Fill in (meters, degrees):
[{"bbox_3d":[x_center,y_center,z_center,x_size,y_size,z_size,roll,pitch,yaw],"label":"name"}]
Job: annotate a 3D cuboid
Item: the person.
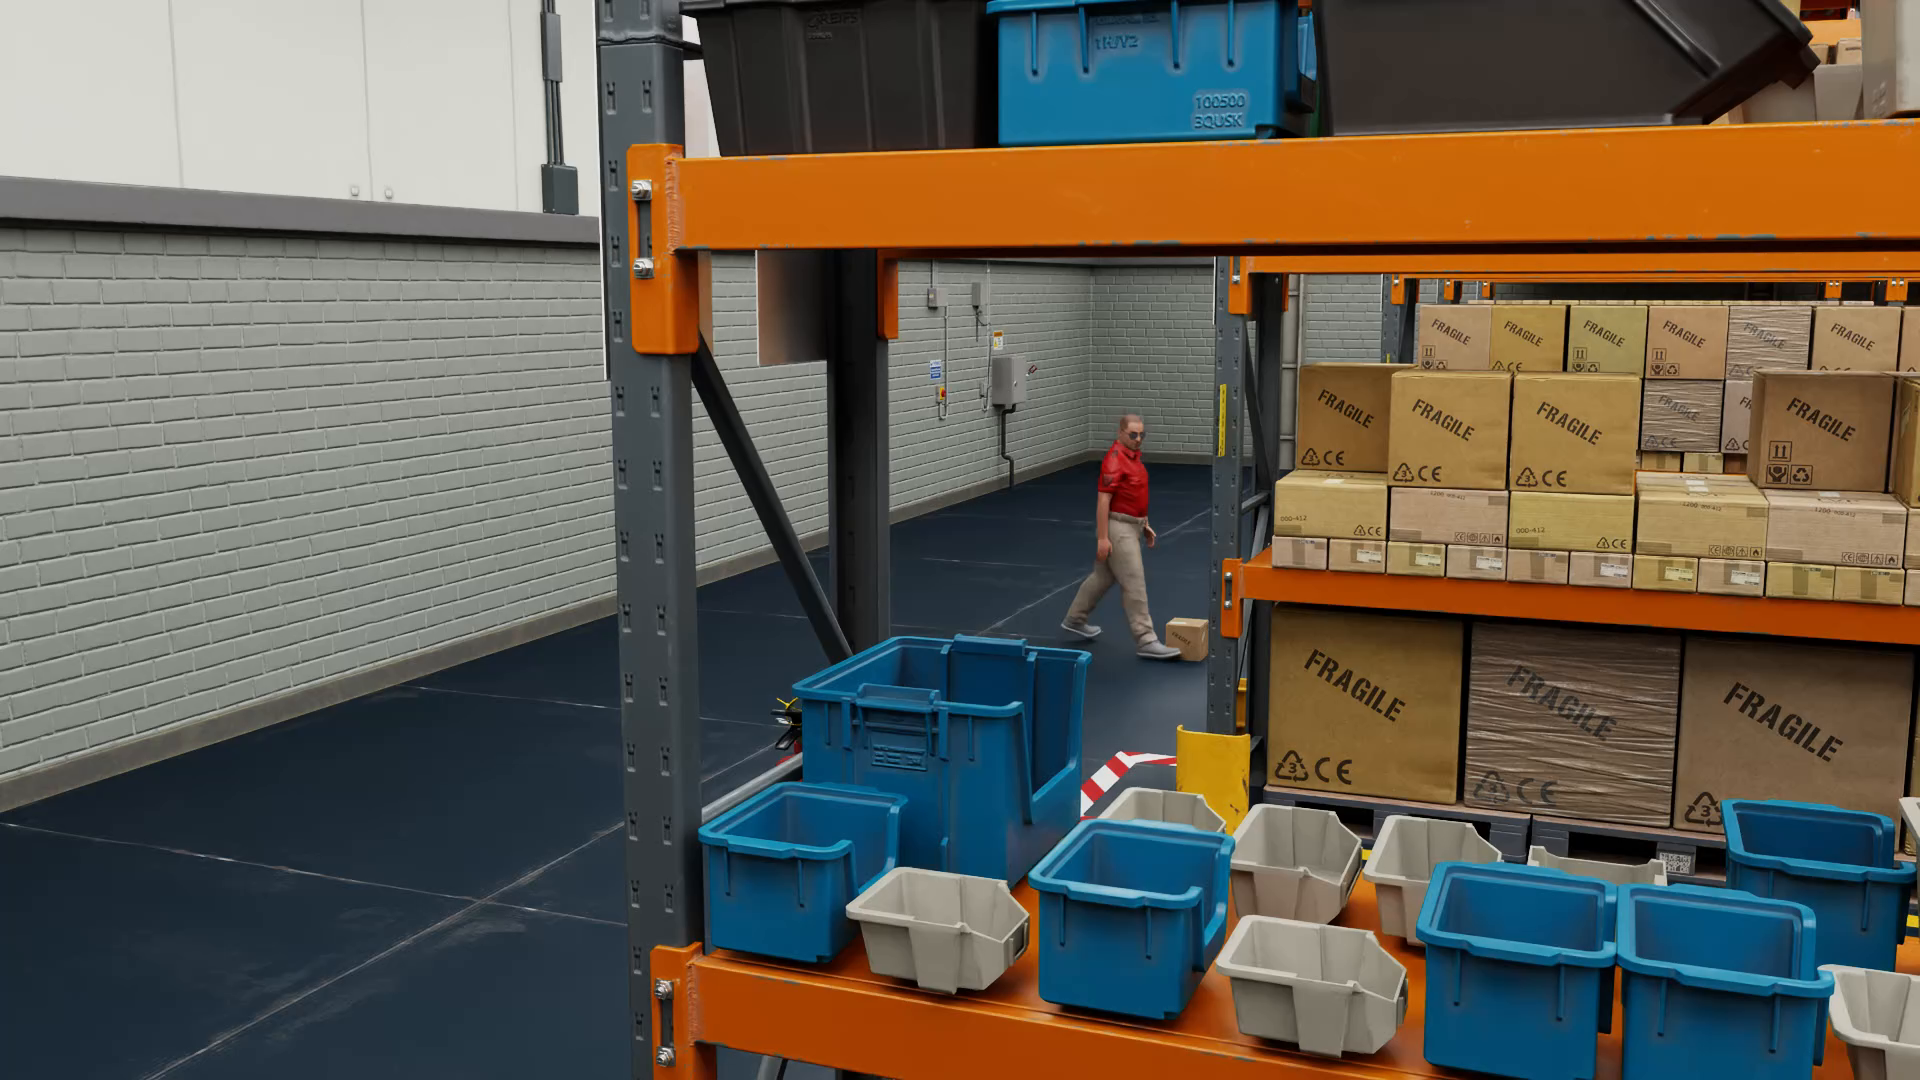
[{"bbox_3d":[1.159,-0.060,11.817,0.949,1.691,0.658,3,9,17],"label":"person"}]
